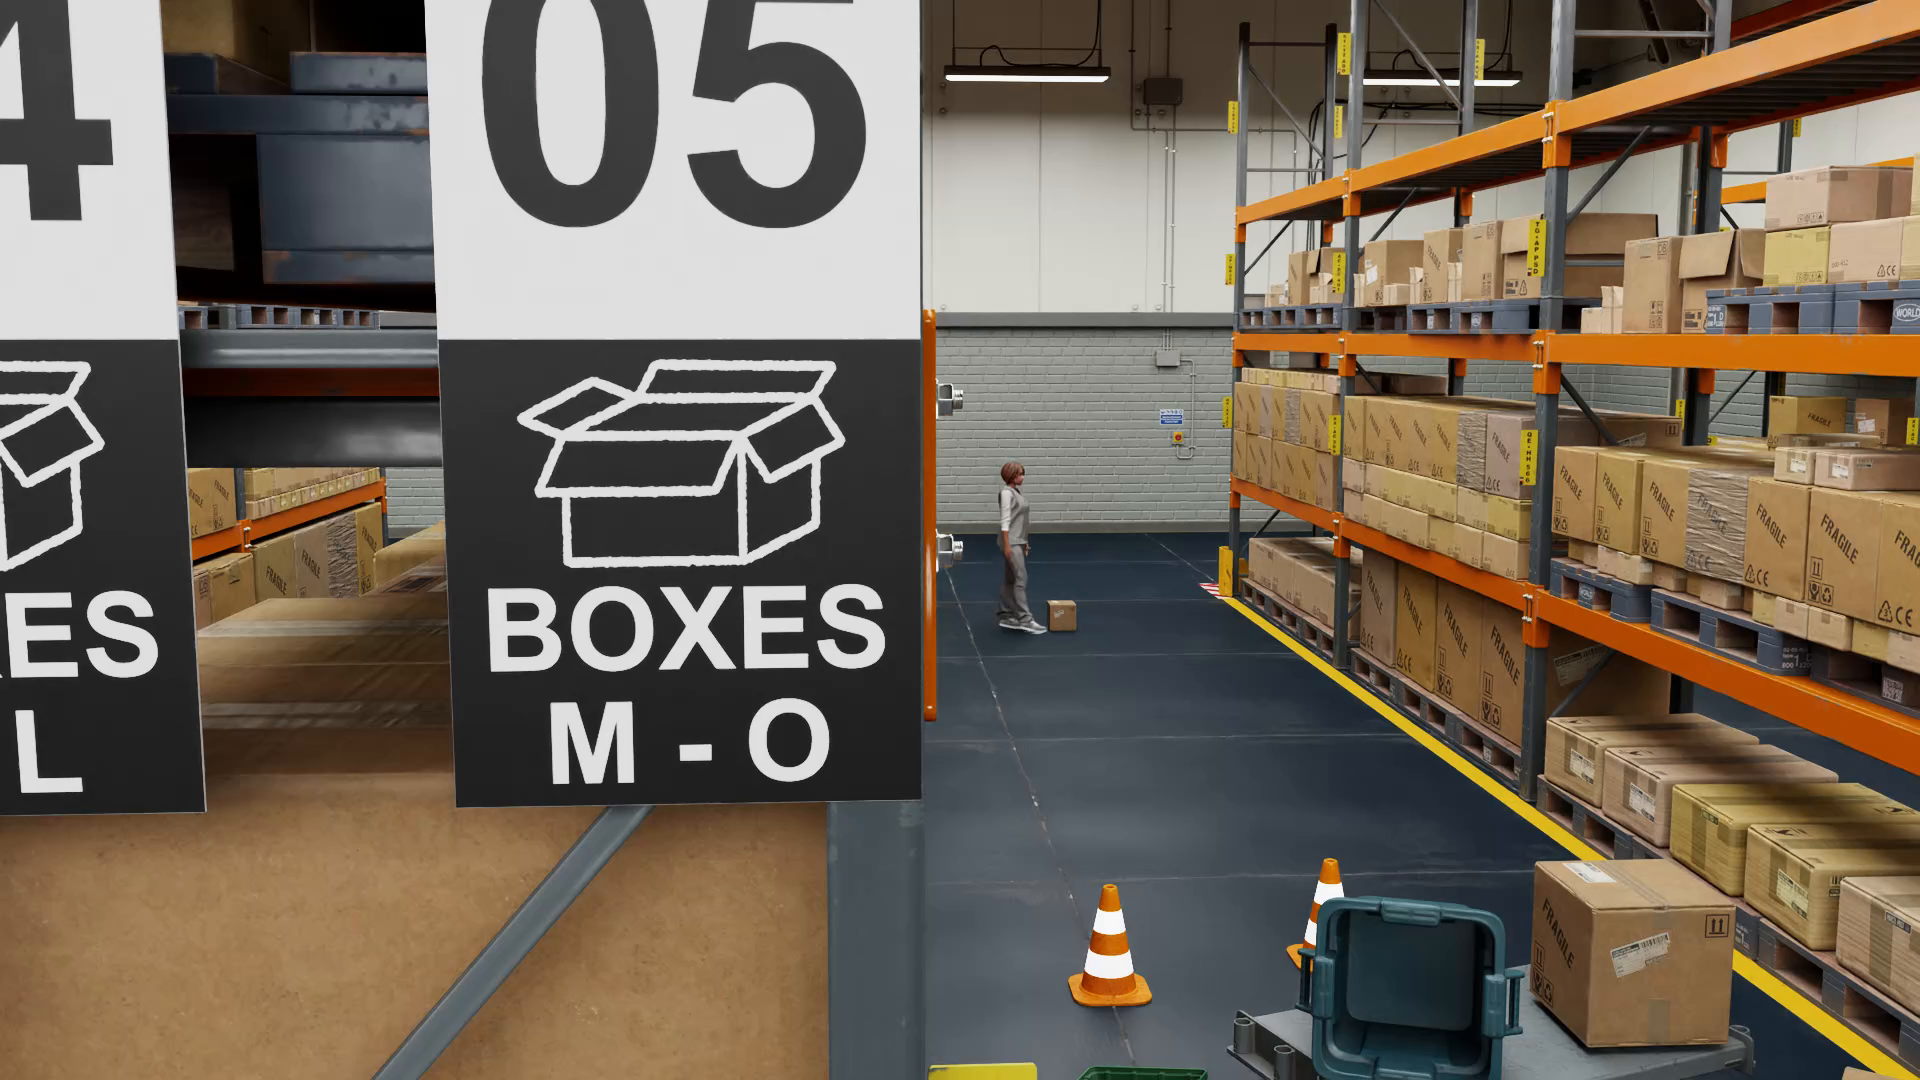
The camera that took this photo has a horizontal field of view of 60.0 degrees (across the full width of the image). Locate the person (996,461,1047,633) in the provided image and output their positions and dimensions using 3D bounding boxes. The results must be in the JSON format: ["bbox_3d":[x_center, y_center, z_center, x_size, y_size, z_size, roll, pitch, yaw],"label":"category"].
[{"bbox_3d":[0.569,0.054,15.776,0.464,1.599,0.433,2,7,13],"label":"person"}]
